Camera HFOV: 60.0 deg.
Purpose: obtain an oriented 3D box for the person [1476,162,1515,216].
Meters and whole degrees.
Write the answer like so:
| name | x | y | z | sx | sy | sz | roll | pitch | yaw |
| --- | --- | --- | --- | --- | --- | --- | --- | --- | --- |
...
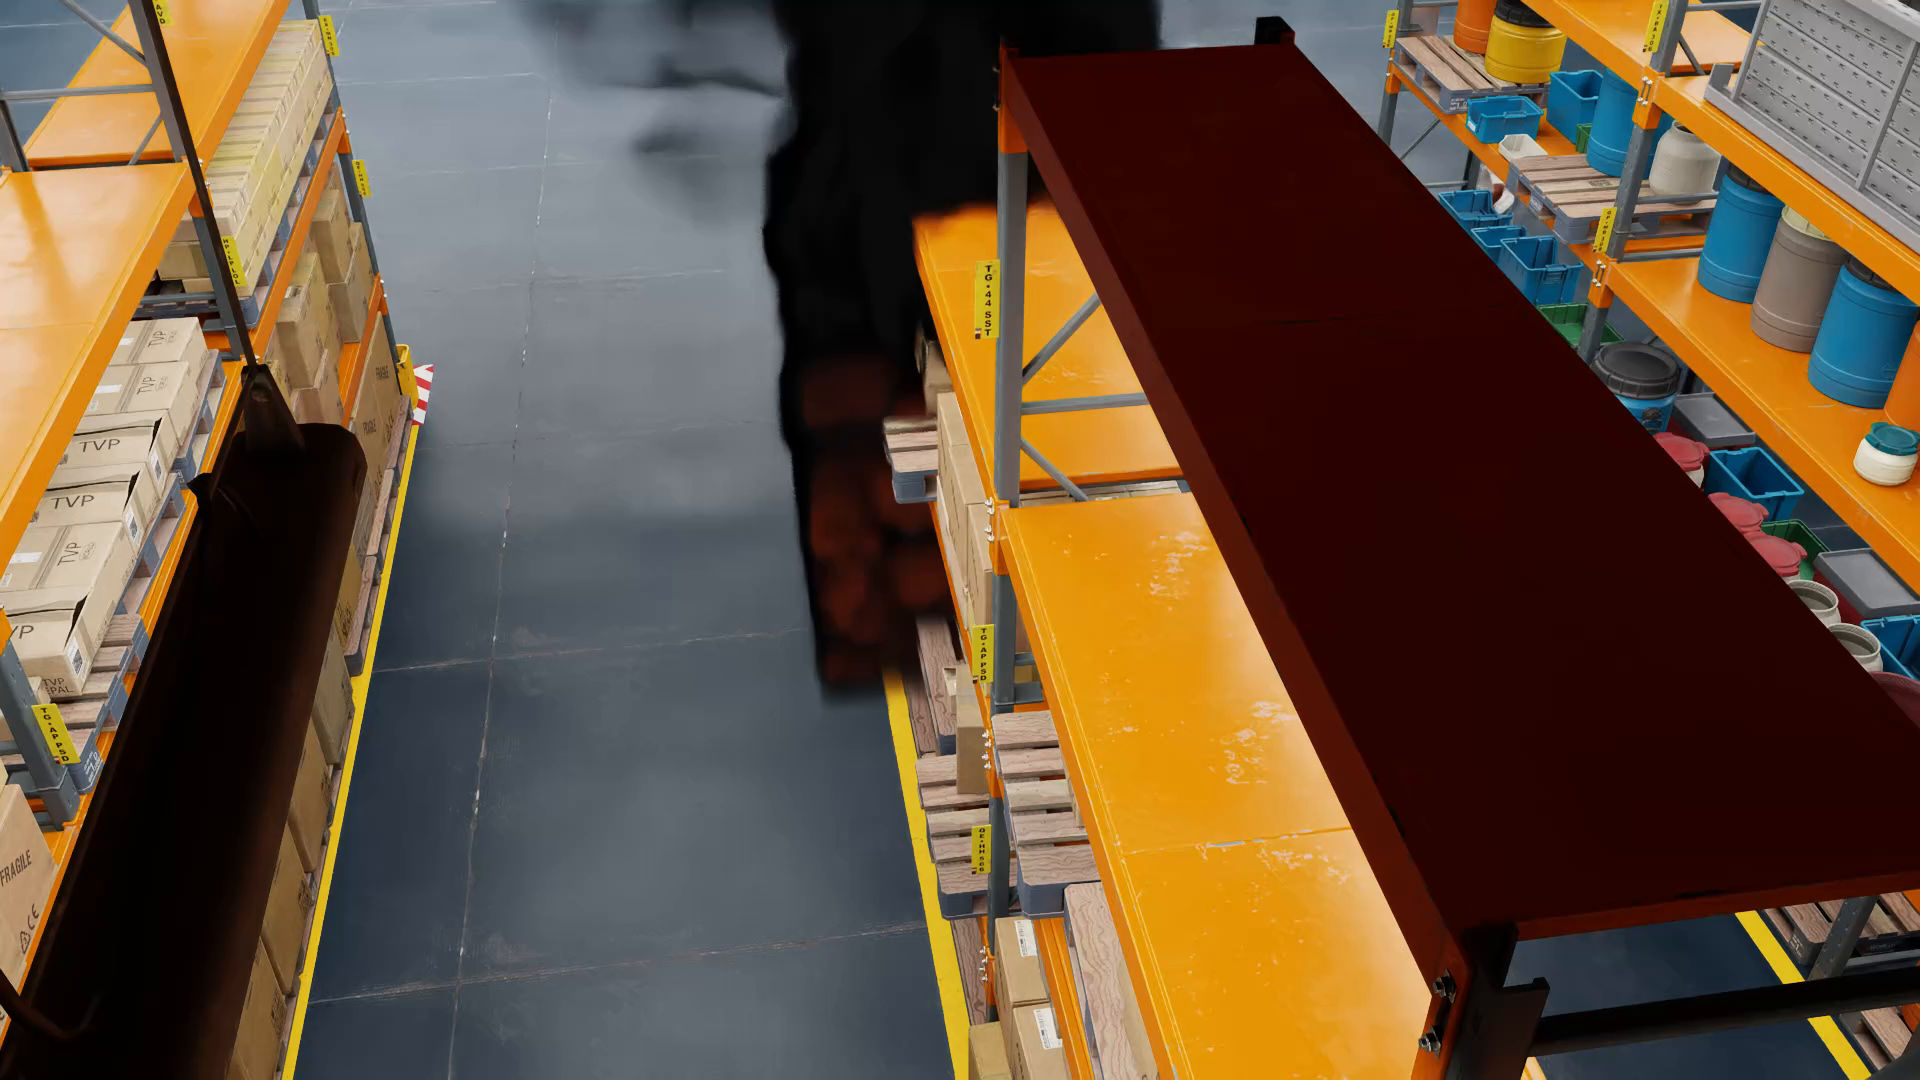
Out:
| name | x | y | z | sx | sy | sz | roll | pitch | yaw |
| --- | --- | --- | --- | --- | --- | --- | --- | --- | --- |
| person | 5.278 | -3.309 | 16.501 | 0.760 | 1.789 | 0.760 | -28 | 45 | -33 |
